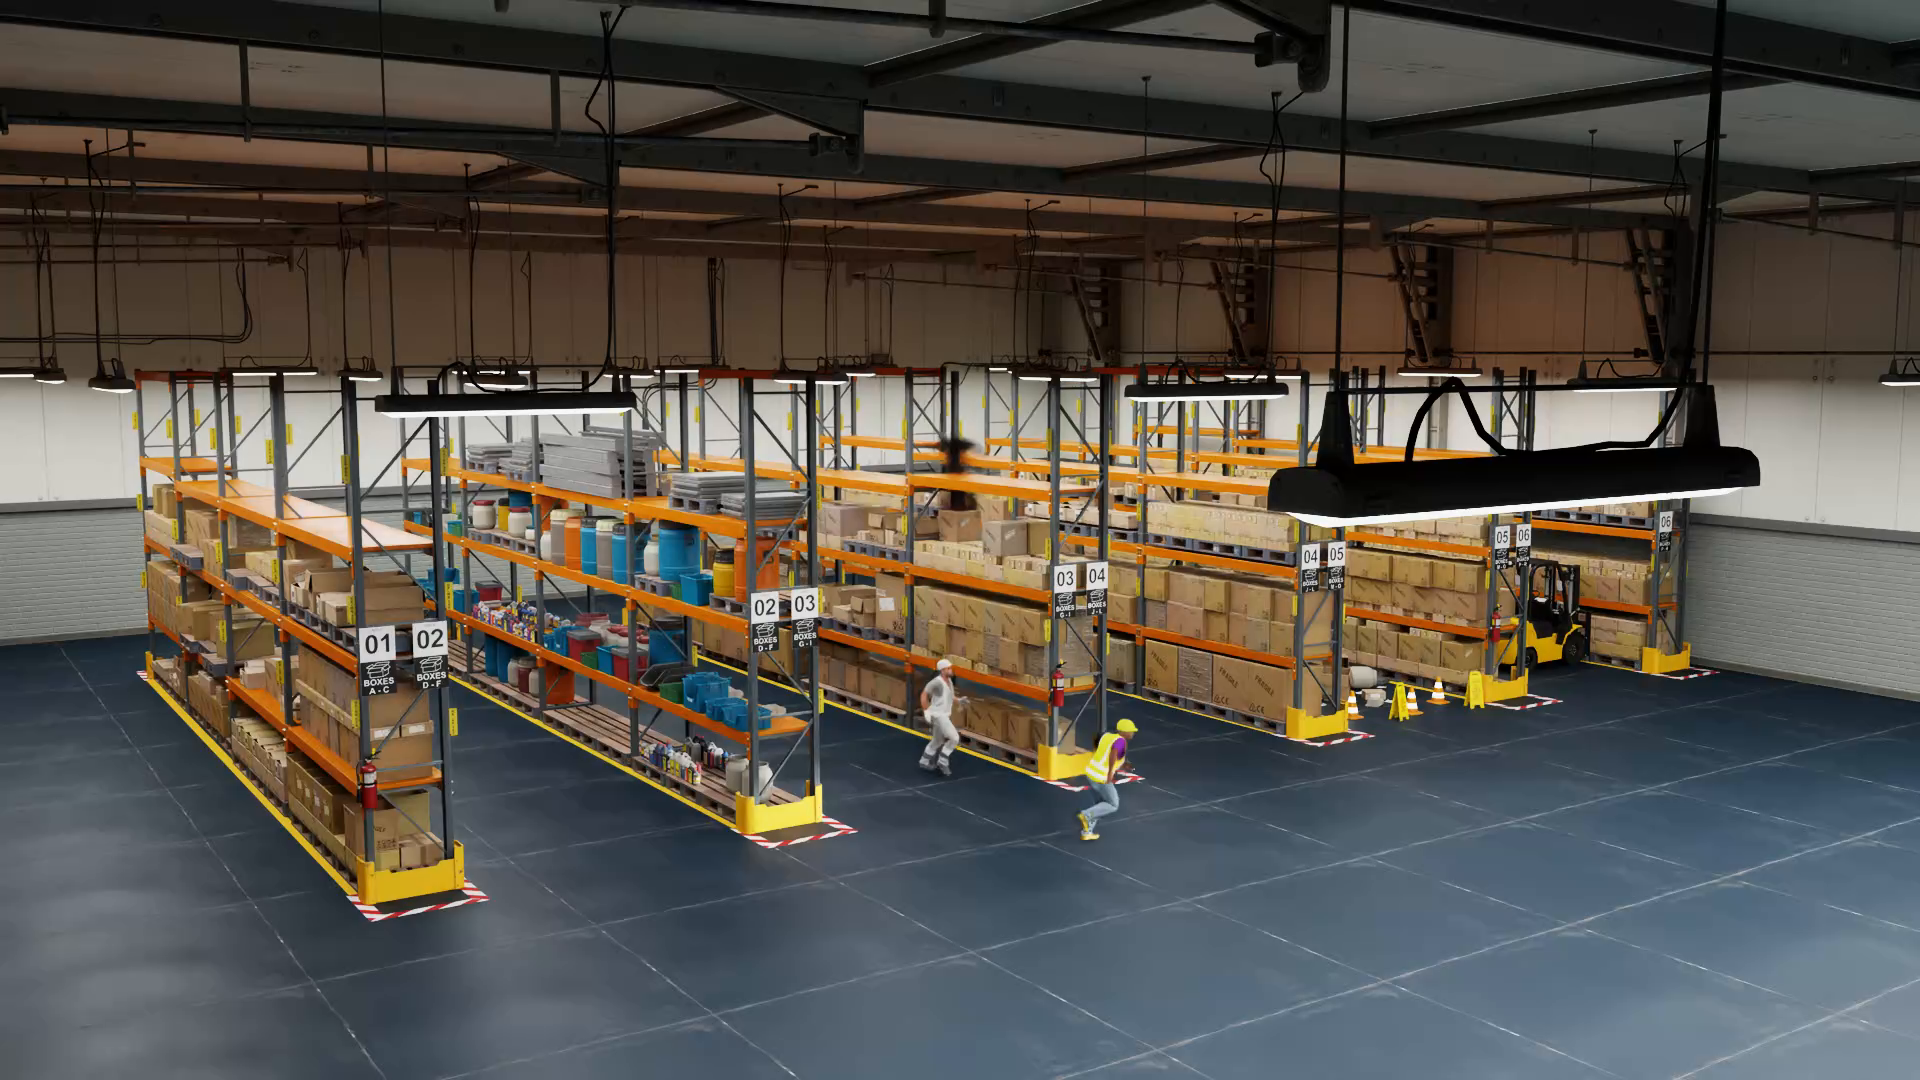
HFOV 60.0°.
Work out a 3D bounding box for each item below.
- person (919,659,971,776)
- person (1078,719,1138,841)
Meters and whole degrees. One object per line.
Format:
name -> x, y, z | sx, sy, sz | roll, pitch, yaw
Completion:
person -> -0.270, 2.658, 24.899 | 0.817, 1.783, 0.621 | 2, 7, 20
person -> 1.929, 3.123, 21.574 | 0.832, 1.573, 0.737 | -2, 7, -17
